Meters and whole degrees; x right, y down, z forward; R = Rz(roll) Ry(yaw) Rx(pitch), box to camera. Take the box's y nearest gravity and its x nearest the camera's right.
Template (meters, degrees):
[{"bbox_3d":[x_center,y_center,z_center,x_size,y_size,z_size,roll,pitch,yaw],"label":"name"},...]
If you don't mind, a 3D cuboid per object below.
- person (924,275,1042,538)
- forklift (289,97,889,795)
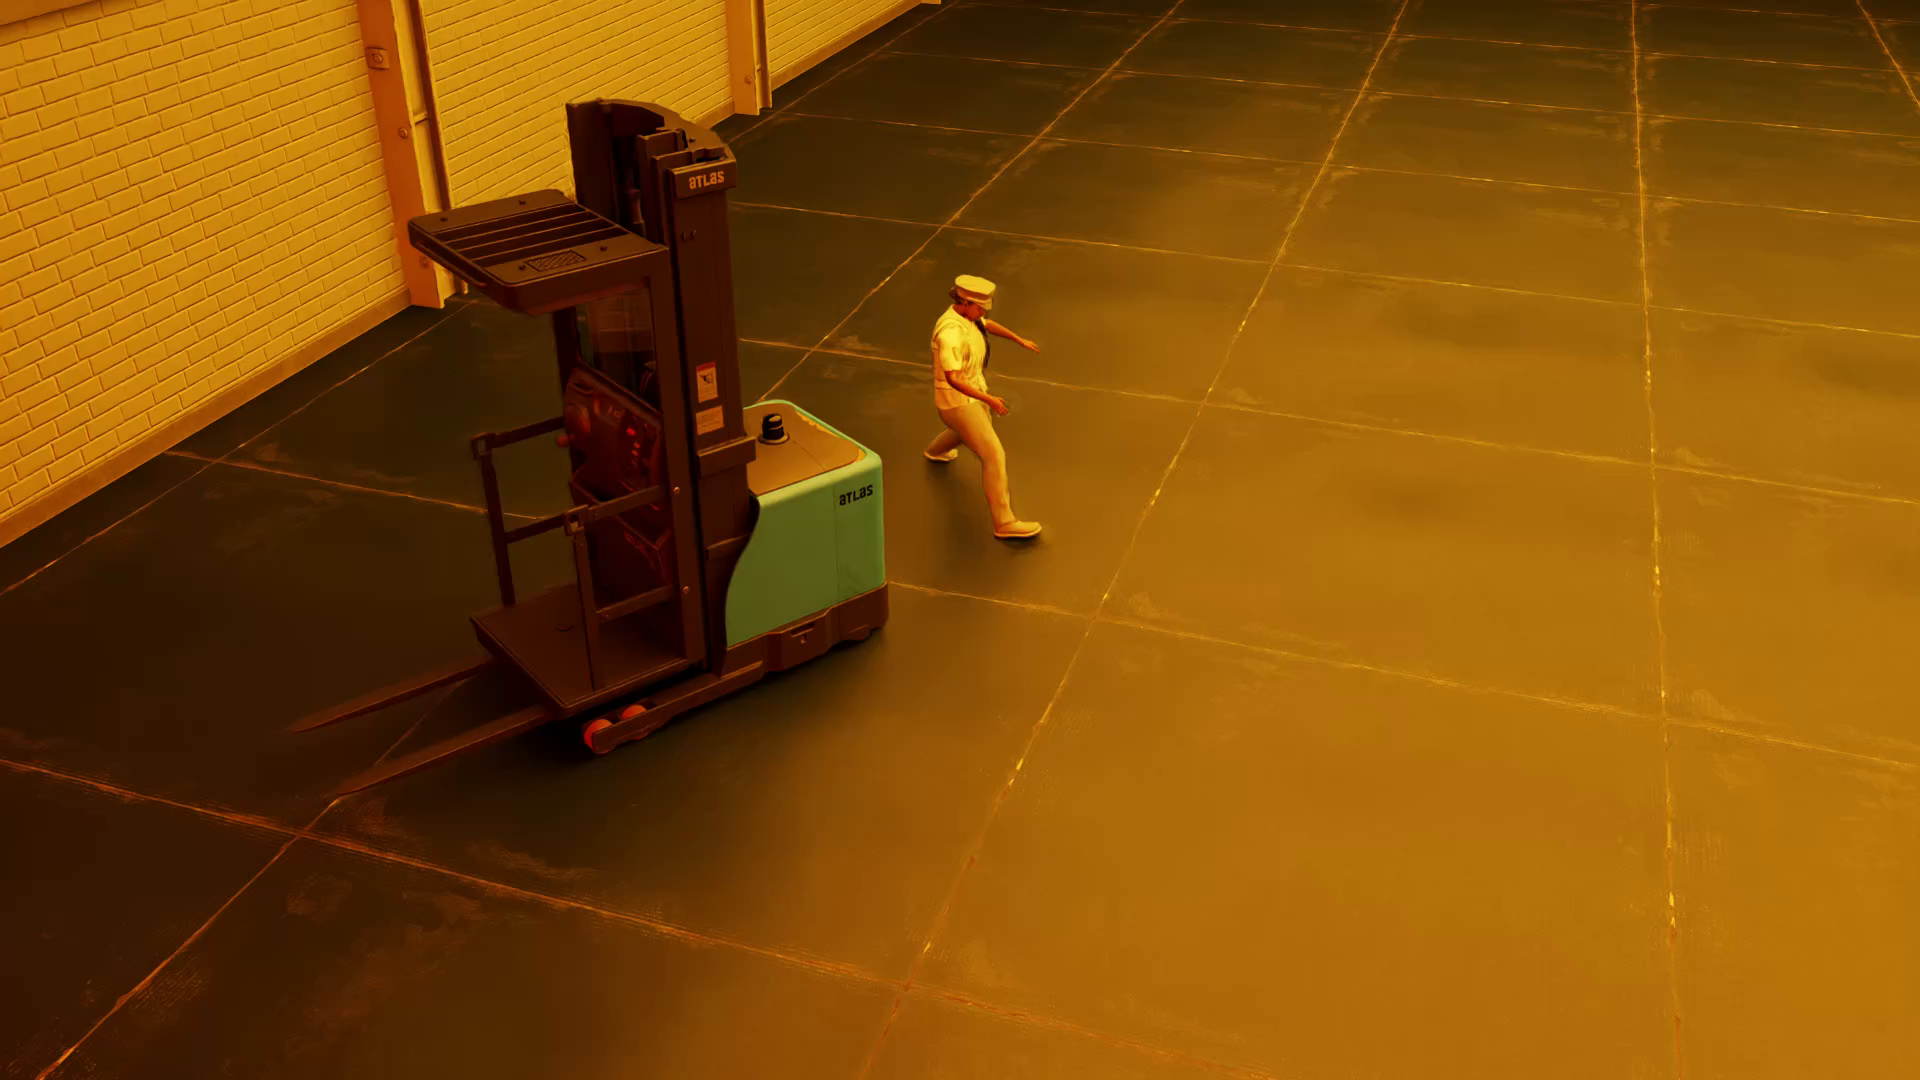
[{"bbox_3d":[0.140,-0.911,10.236,0.944,1.493,1.103,7,30,12],"label":"person"},{"bbox_3d":[-1.862,-0.511,8.033,3.031,2.935,1.130,-22,36,-33],"label":"forklift"}]
